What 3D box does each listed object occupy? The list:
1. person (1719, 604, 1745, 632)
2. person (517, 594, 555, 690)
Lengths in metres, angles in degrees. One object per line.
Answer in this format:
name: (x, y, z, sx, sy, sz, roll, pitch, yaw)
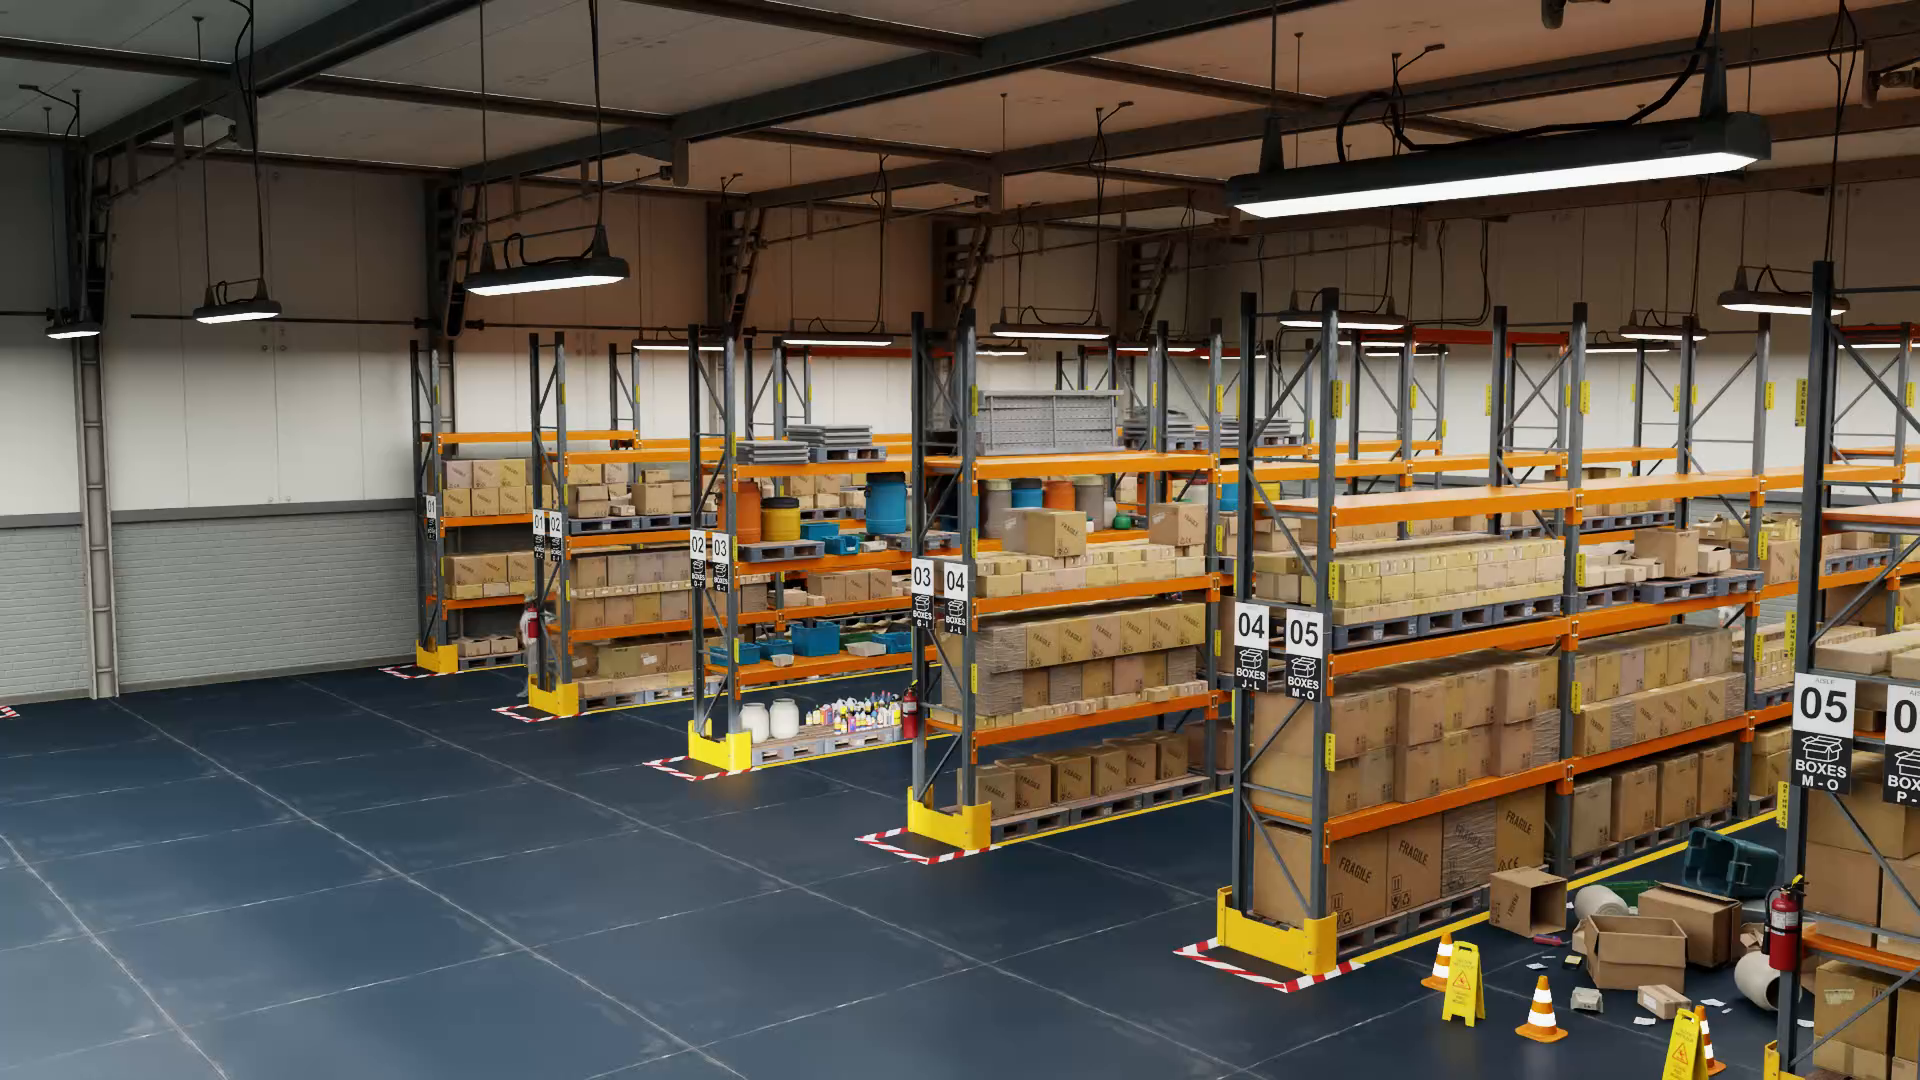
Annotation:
person: (13.402, 1.729, 28.846, 0.568, 1.660, 0.815, -2, 6, -23)
person: (-7.082, 1.683, 27.811, 0.619, 1.595, 0.777, 4, 6, 34)
